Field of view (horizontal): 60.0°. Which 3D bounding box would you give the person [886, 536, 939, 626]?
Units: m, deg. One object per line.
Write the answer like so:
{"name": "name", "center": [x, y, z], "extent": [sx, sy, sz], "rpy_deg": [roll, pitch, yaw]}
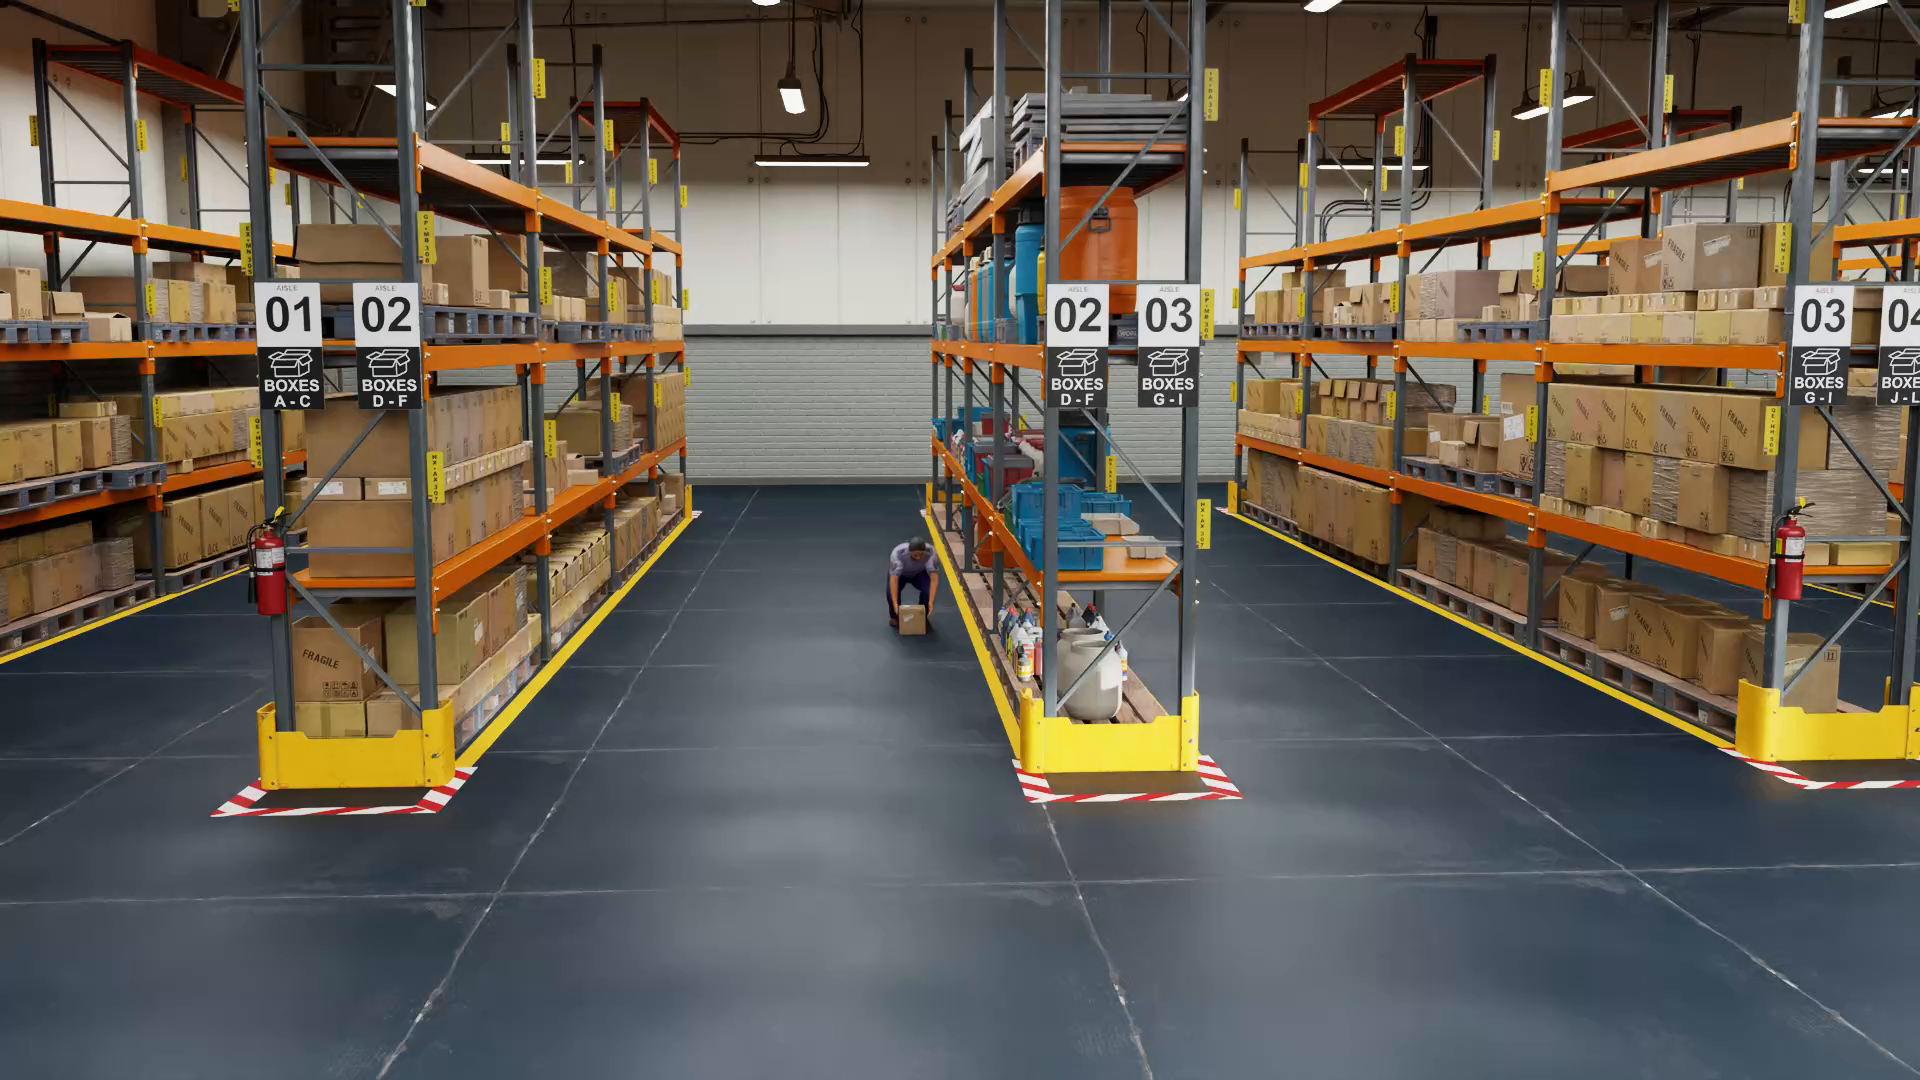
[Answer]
{"name": "person", "center": [-0.478, 0.394, 16.532], "extent": [0.525, 0.940, 0.820], "rpy_deg": [0, 7, -4]}
